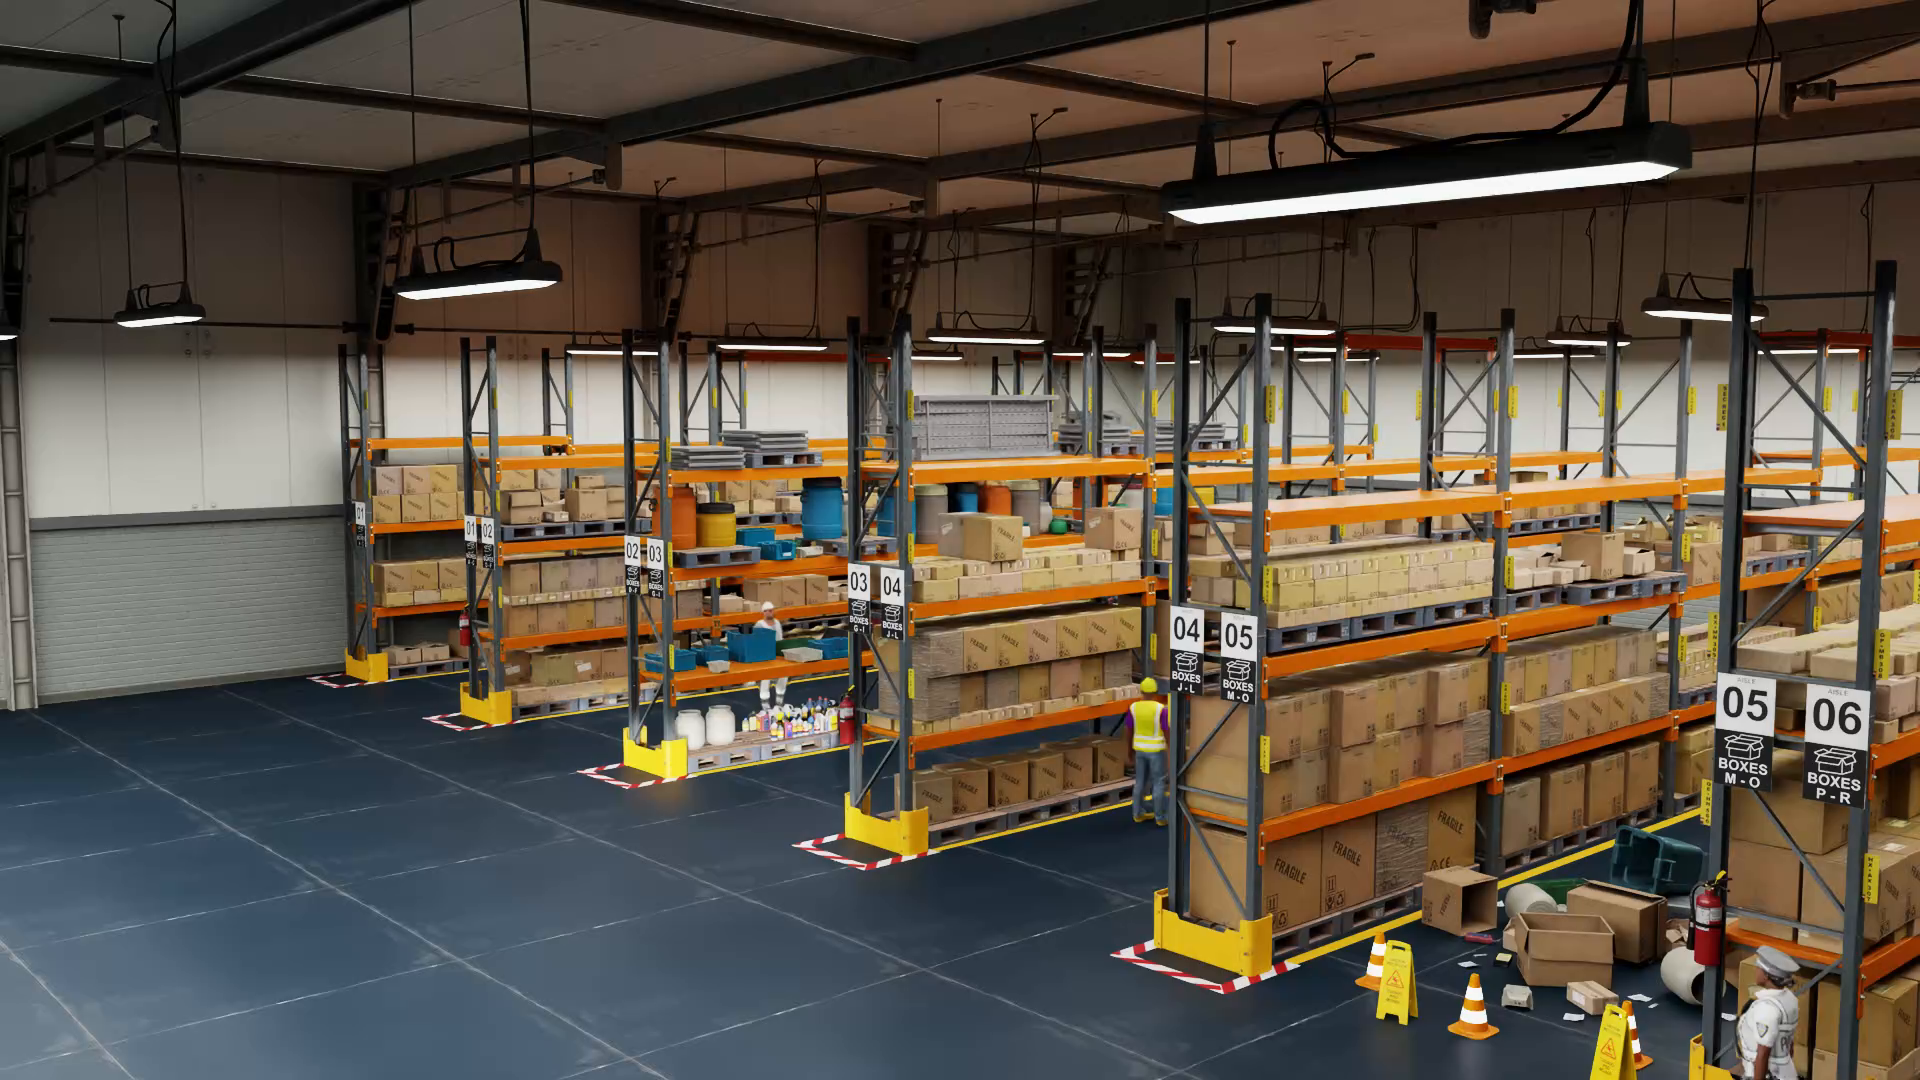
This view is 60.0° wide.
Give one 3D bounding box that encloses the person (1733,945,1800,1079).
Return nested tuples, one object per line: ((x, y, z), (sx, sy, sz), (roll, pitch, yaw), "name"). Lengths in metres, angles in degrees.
((5.126, 3.387, 10.433), (0.726, 1.671, 0.448), (2, 5, 18), "person")

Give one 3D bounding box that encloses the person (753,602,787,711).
((-3.017, 1.883, 26.602), (0.627, 1.794, 0.517), (-3, 6, -29), "person")

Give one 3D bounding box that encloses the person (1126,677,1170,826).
((2.274, 2.510, 19.842), (0.469, 1.772, 0.577), (-5, 7, -43), "person")
